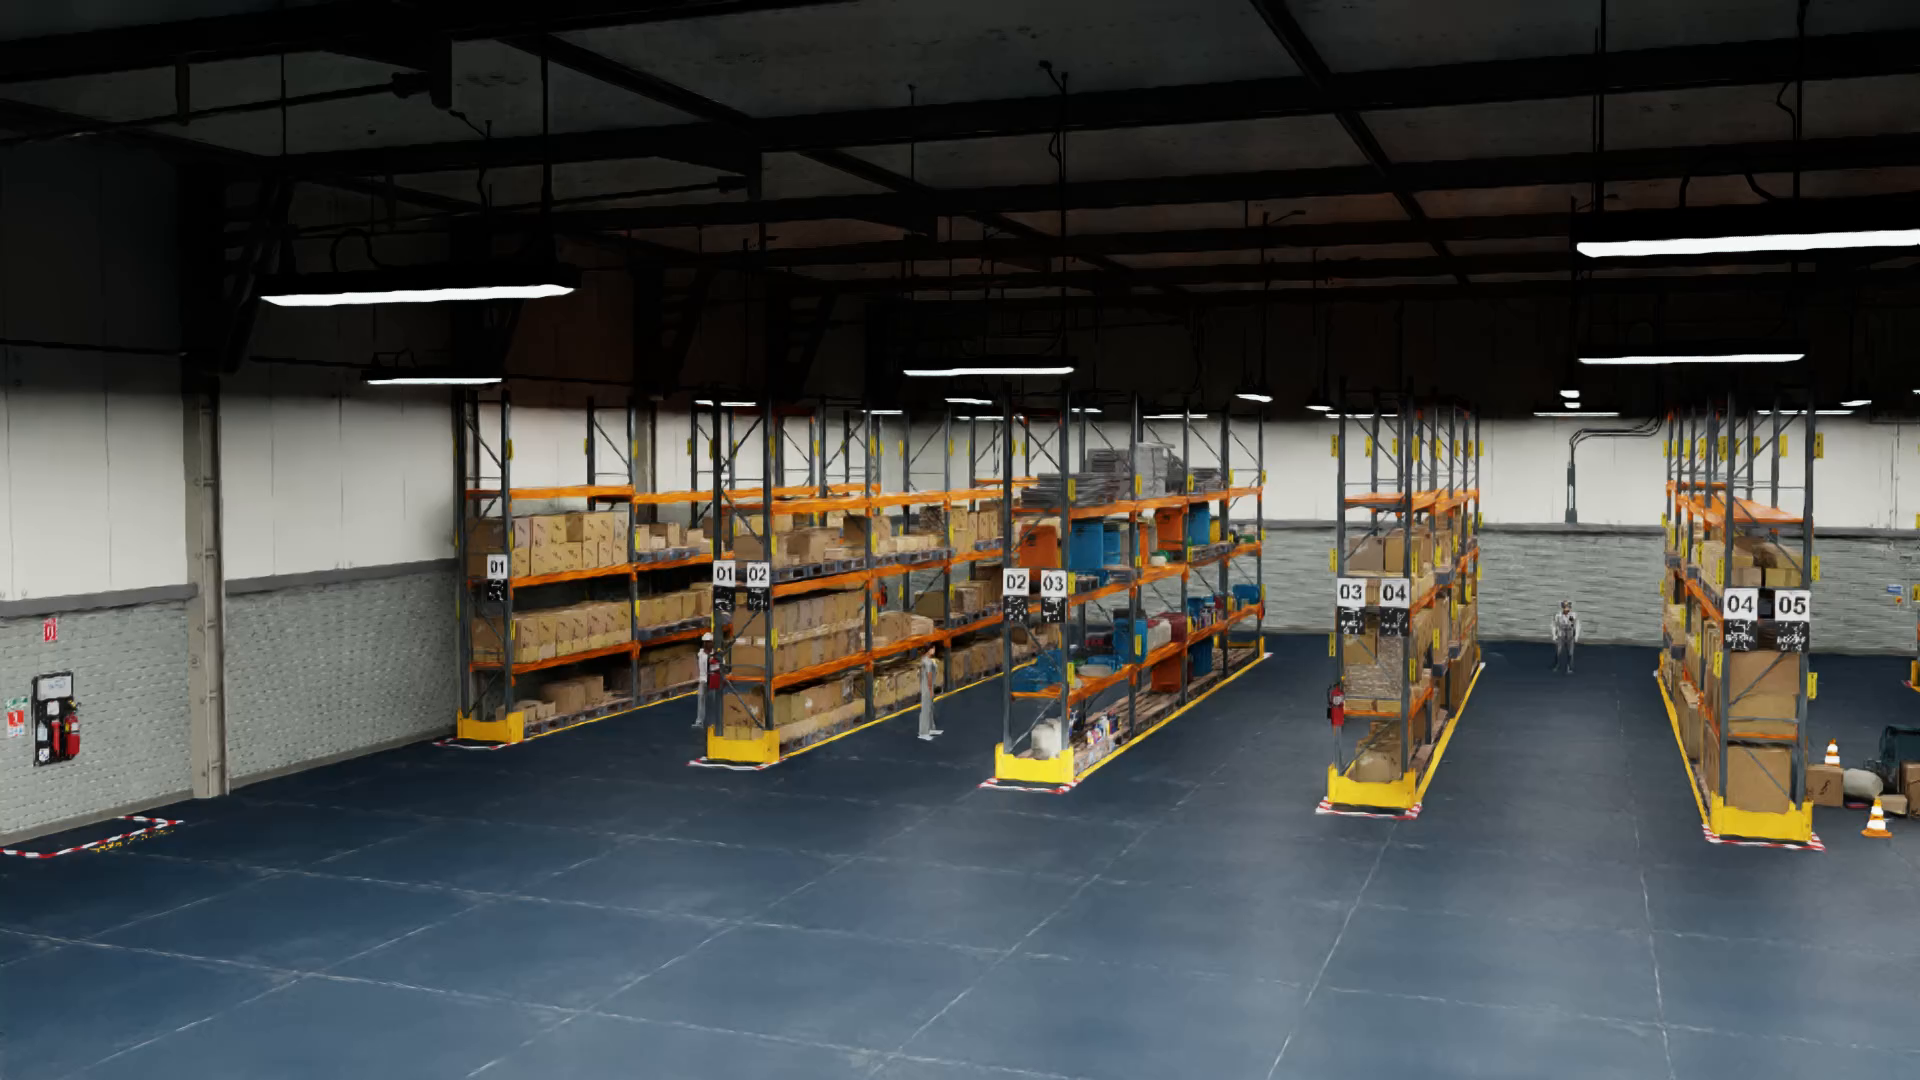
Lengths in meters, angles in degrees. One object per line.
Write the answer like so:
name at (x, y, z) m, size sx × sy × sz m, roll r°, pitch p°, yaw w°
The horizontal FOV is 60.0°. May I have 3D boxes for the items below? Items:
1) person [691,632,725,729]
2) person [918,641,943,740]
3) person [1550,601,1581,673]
person at (-4.462, 2.506, 29.778) m, size 0.589 × 1.716 × 1.043 m, roll 1°, pitch 3°, yaw 19°
person at (-0.506, 2.571, 28.656) m, size 0.454 × 1.676 × 0.538 m, roll 0°, pitch 3°, yaw -7°
person at (13.499, 2.153, 37.084) m, size 0.639 × 1.632 × 0.511 m, roll 1°, pitch 3°, yaw 18°
